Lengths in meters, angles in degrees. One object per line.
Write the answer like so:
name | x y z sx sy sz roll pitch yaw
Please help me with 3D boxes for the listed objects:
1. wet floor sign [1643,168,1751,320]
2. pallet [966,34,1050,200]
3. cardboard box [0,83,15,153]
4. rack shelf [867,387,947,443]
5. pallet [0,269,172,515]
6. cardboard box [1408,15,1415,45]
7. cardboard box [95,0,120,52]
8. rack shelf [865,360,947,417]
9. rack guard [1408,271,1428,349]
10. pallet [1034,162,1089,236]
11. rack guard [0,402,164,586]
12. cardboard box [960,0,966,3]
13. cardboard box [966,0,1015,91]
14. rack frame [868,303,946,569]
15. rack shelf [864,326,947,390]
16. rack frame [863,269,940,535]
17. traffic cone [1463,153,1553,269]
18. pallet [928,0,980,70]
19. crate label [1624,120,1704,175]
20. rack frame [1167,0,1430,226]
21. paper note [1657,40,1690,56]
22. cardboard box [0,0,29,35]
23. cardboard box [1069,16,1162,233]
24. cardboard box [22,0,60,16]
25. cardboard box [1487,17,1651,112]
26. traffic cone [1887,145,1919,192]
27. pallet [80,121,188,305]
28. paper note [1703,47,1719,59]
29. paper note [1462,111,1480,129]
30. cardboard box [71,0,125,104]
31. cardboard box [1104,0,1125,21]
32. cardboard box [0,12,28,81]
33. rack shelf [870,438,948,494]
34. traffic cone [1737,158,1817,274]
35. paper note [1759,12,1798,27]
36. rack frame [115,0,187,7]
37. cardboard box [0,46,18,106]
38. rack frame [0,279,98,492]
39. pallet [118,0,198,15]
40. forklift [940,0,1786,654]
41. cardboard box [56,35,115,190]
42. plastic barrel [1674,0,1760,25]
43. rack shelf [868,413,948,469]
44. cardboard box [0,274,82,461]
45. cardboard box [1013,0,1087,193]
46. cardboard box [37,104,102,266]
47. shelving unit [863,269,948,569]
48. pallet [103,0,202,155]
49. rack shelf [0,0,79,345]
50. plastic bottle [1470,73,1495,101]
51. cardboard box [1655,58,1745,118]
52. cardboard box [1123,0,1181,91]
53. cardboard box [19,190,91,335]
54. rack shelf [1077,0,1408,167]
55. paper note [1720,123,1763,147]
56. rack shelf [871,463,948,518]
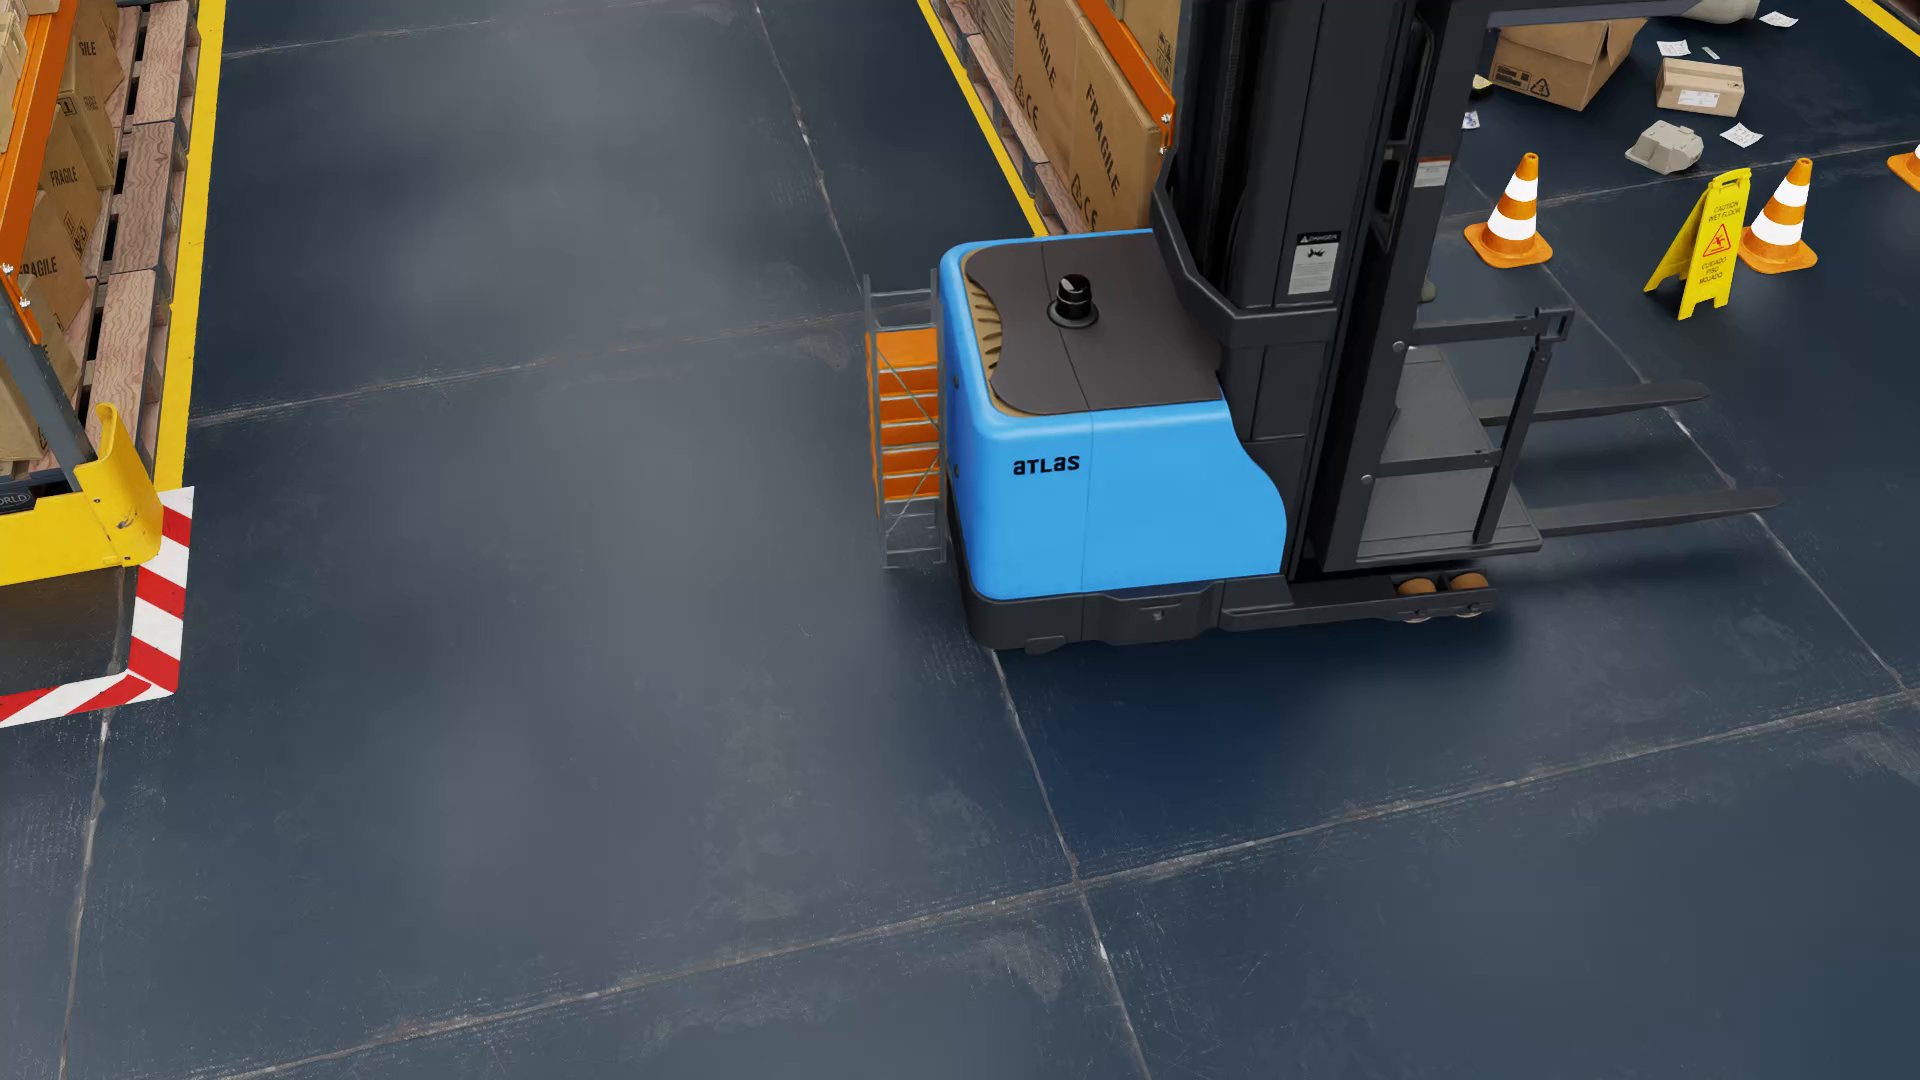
wet floor sign | 3.177 -1.288 7.060 0.267 0.644 0.232 -18 48 -17
pallet | 0.666 -2.172 8.231 1.003 0.211 1.213 -11 47 -10
cardboard box | -3.503 -1.436 5.733 0.380 0.149 0.250 -11 47 -10
rack shelf | -0.183 -0.442 5.737 0.258 0.103 0.180 -6 46 -5
pallet | -3.759 -0.576 6.667 1.003 0.211 1.213 -11 47 -10
cardboard box | 2.452 -2.724 8.734 0.396 0.266 0.258 -3 46 -3
cardboard box | -4.526 -2.683 8.235 0.500 0.500 0.500 -12 47 -12
rack shelf | -0.184 -0.526 5.651 0.258 0.103 0.180 -6 46 -5
rack guard | 1.261 -0.878 6.760 1.175 0.500 0.348 -11 47 -10
pallet | 0.975 -1.331 7.407 1.003 0.211 1.213 -11 47 -10
rack guard | -3.585 -0.110 6.008 1.175 0.500 0.348 -11 47 -10
cardboard box | 0.324 -3.487 8.761 0.875 0.875 0.875 -10 46 -10
cardboard box | 0.559 -2.866 8.152 0.875 0.875 0.875 -10 46 -10
rack frame | -0.171 -0.325 5.728 0.240 1.200 0.006 -6 46 -5
rack shelf | -0.184 -0.610 5.566 0.258 0.103 0.180 -6 46 -5
rack frame | -0.195 -0.454 5.855 0.240 1.200 0.006 -6 46 -5
traffic cone | 2.492 -1.508 7.404 0.336 0.463 0.334 -11 47 -10
pallet | 0.350 -3.016 9.058 1.003 0.211 1.213 -11 47 -10
crate label | 3.410 -1.897 8.013 0.250 0.136 0.298 -35 55 -30
rack frame | 1.255 -1.770 5.884 1.000 3.000 0.127 -11 47 -10
paper note | 3.776 -2.604 8.788 0.148 0.019 0.142 4 46 4
cardboard box | -3.734 -1.947 6.233 0.380 0.149 0.250 -11 47 -10
cardboard box | 1.018 -1.629 6.940 0.875 0.875 0.875 -10 47 -10
cardboard box | -3.698 -2.138 6.421 0.380 0.149 0.250 -11 47 -10
cardboard box | 3.117 -2.620 8.466 0.637 0.503 0.797 27 51 24
traffic cone | 4.657 -1.917 7.805 0.336 0.463 0.334 -11 47 -10
pallet | -4.067 -1.417 7.491 1.003 0.211 1.213 -11 47 -10
paper note | 3.955 -2.565 8.756 0.032 0.001 0.123 -11 47 -10
paper note | 2.506 -2.094 8.282 0.144 0.017 0.142 4 46 4
cardboard box | -4.372 -2.289 7.849 0.500 0.500 0.500 3 46 2
cardboard box | 0.954 -2.446 6.442 0.875 0.550 0.550 -11 47 -10
cardboard box | -3.644 -1.779 6.069 0.380 0.149 0.250 -11 47 -10
rack shelf | -0.183 -0.274 5.909 0.258 0.103 0.180 -6 46 -5
traffic cone | 3.671 -1.480 7.376 0.336 0.463 0.334 -11 47 -10
paper note | 4.428 -2.817 8.989 0.142 0.019 0.148 -26 51 -24
rack frame | -4.590 -3.694 7.770 1.000 3.000 0.127 -11 47 -10
cardboard box | -3.587 -1.605 5.899 0.380 0.149 0.250 -11 47 -10
rack frame | -3.565 -0.932 5.064 1.000 3.000 0.127 -11 47 -10
pallet | -4.790 -3.255 9.292 1.003 0.211 1.213 -11 47 -10
forklift | 1.475 -1.100 5.276 3.031 2.935 1.130 -6 46 -5
cardboard box | -4.137 -1.874 7.443 0.500 0.500 0.500 -15 47 -14
plastic barrel | 4.022 -2.992 8.886 0.512 0.421 0.421 19 48 17
rack shelf | -0.183 -0.358 5.823 0.258 0.103 0.180 -6 46 -5
cardboard box | -3.709 -0.639 6.232 0.500 0.500 0.500 -3 46 -3
cardboard box | 0.790 -2.236 7.535 0.875 0.875 0.875 -11 47 -11
cardboard box | -4.037 -1.481 7.057 0.500 0.500 0.500 -7 46 -7
shelving unit | -0.183 -0.389 5.791 0.258 1.200 0.189 -6 46 -5
pallet | -4.383 -2.261 8.318 1.003 0.211 1.213 -11 47 -10
rack shelf | -4.077 -2.061 6.674 1.077 0.370 4.000 -11 47 -10
plastic bottle | 2.585 -2.348 8.508 0.133 0.061 0.283 -26 51 -24
cardboard box | 3.726 -2.282 8.382 0.380 0.149 0.250 11 47 11
cardboard box | 1.116 -2.070 6.073 0.875 0.550 0.550 -11 47 -10
cardboard box | -3.895 -1.045 6.630 0.500 0.500 0.500 0 46 0
rack shelf | 0.743 -2.899 7.494 1.077 0.370 4.000 -11 47 -10
paper note | 3.848 -1.994 8.183 0.148 0.019 0.142 -26 51 -24
rack shelf | -0.183 -0.190 5.994 0.258 0.103 0.180 -6 46 -5
